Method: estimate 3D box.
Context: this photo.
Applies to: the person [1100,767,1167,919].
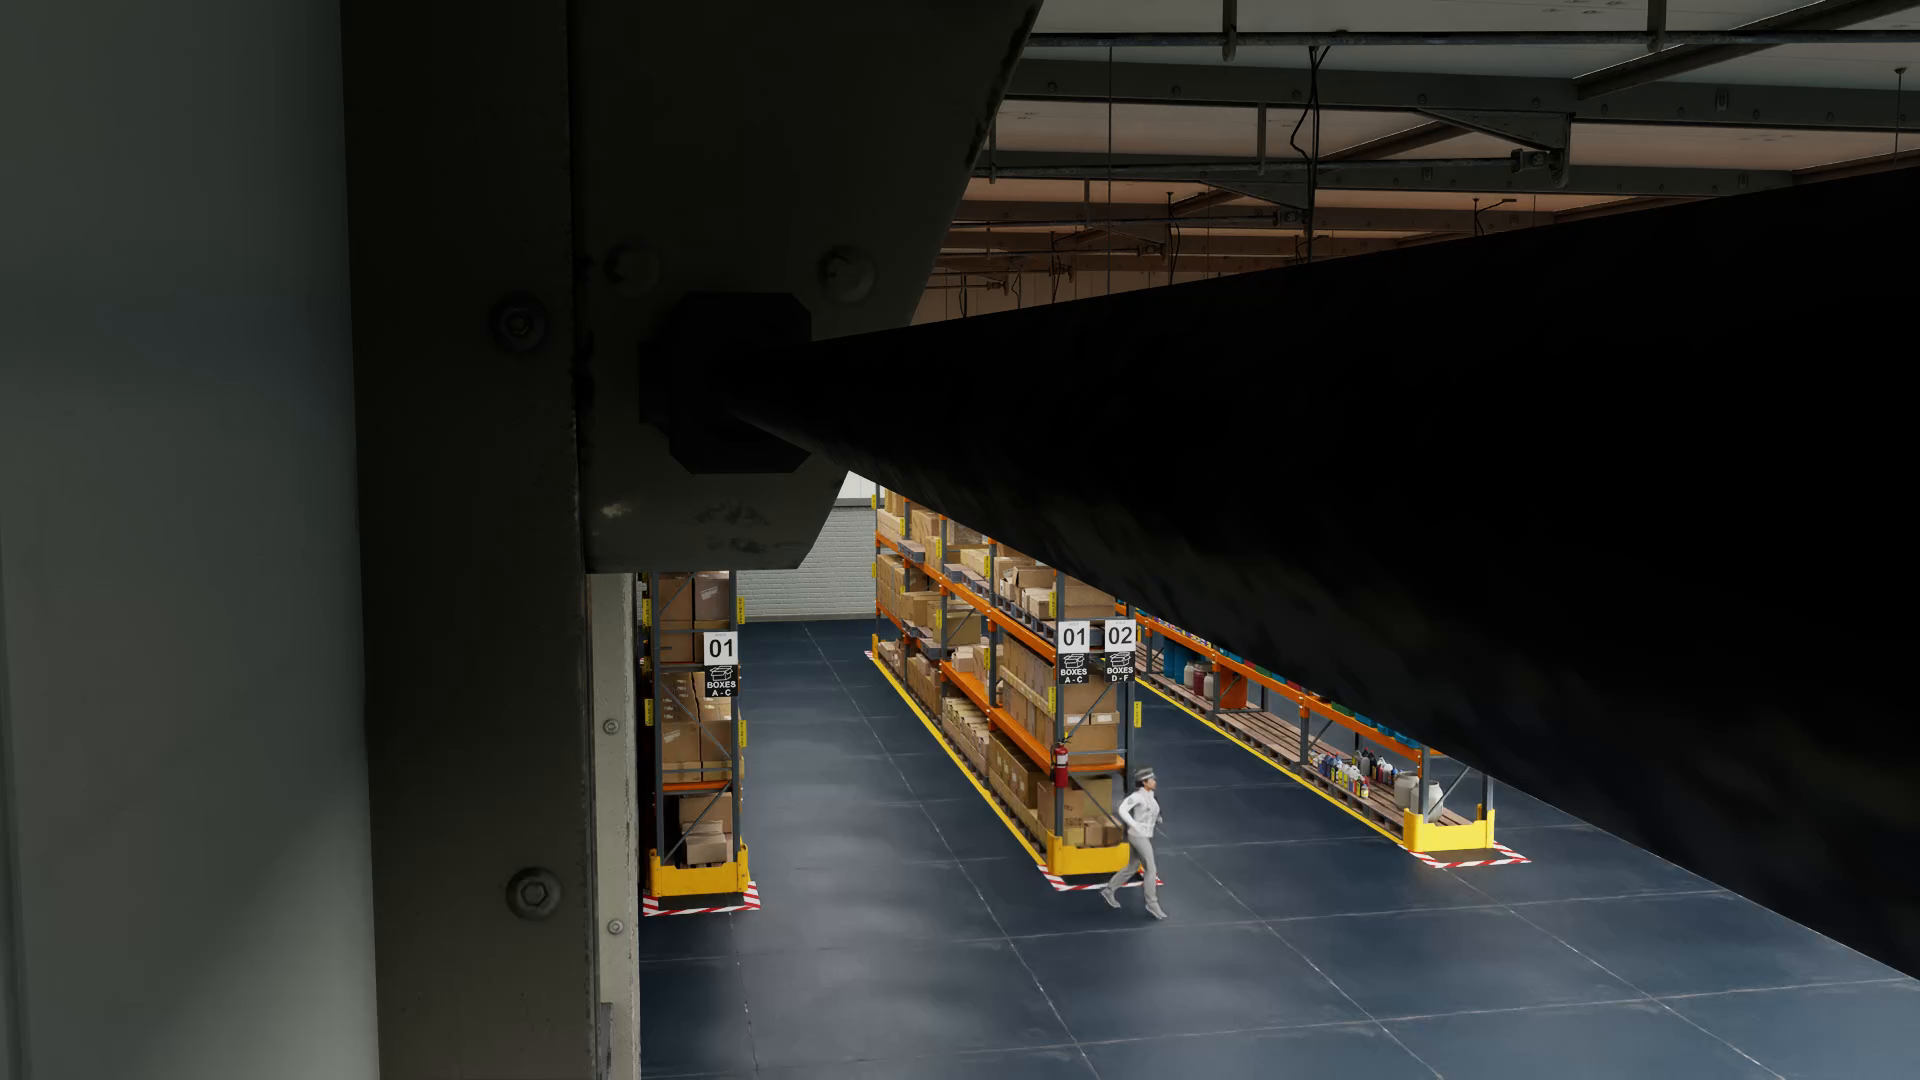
[{"bbox_3d":[2.090,3.508,19.520,0.823,1.719,0.618,2,6,19],"label":"person"}]
